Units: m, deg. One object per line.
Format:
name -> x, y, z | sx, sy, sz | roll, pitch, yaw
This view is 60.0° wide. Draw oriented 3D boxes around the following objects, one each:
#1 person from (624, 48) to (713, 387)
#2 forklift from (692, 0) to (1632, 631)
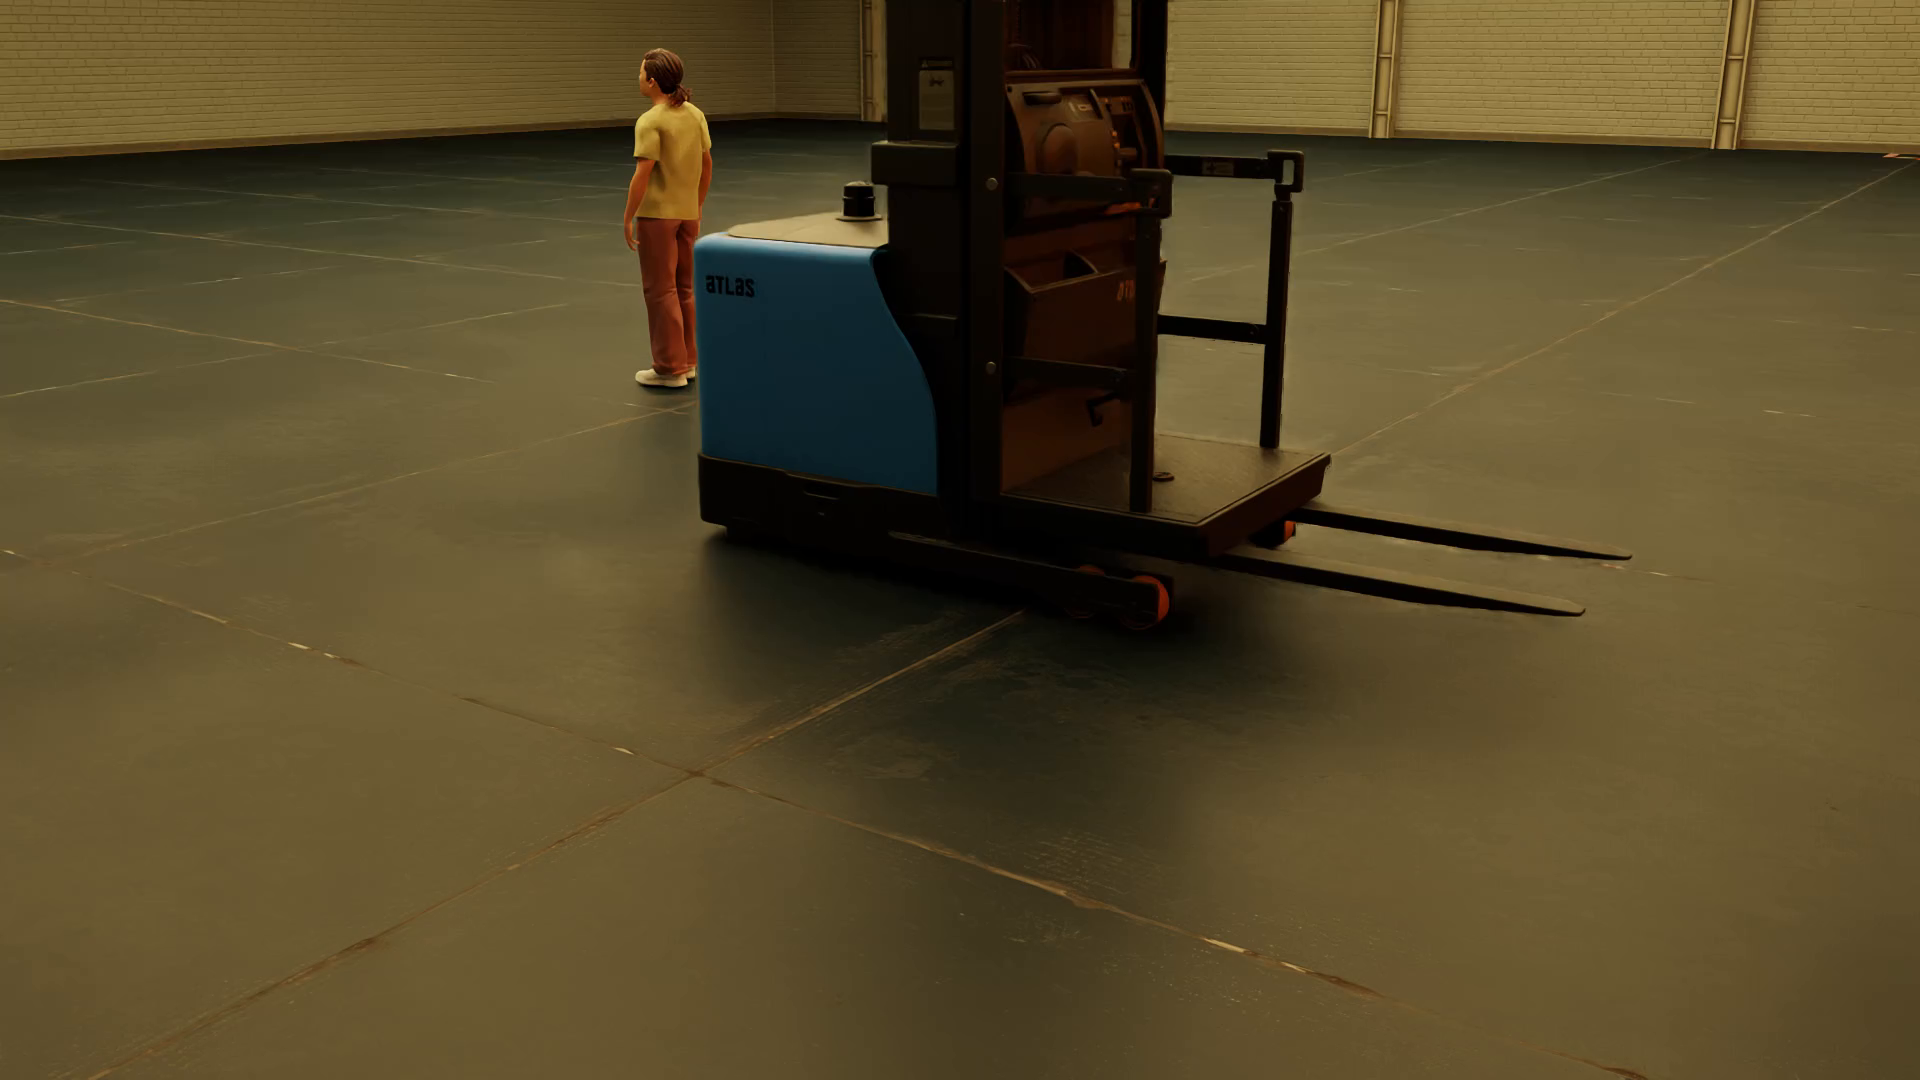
person -> -1.522, -1.608, 8.375 | 0.548, 1.673, 0.555 | 12, 20, 34
forklift -> 0.583, -1.303, 5.192 | 3.031, 2.935, 1.130 | 10, 20, 31
